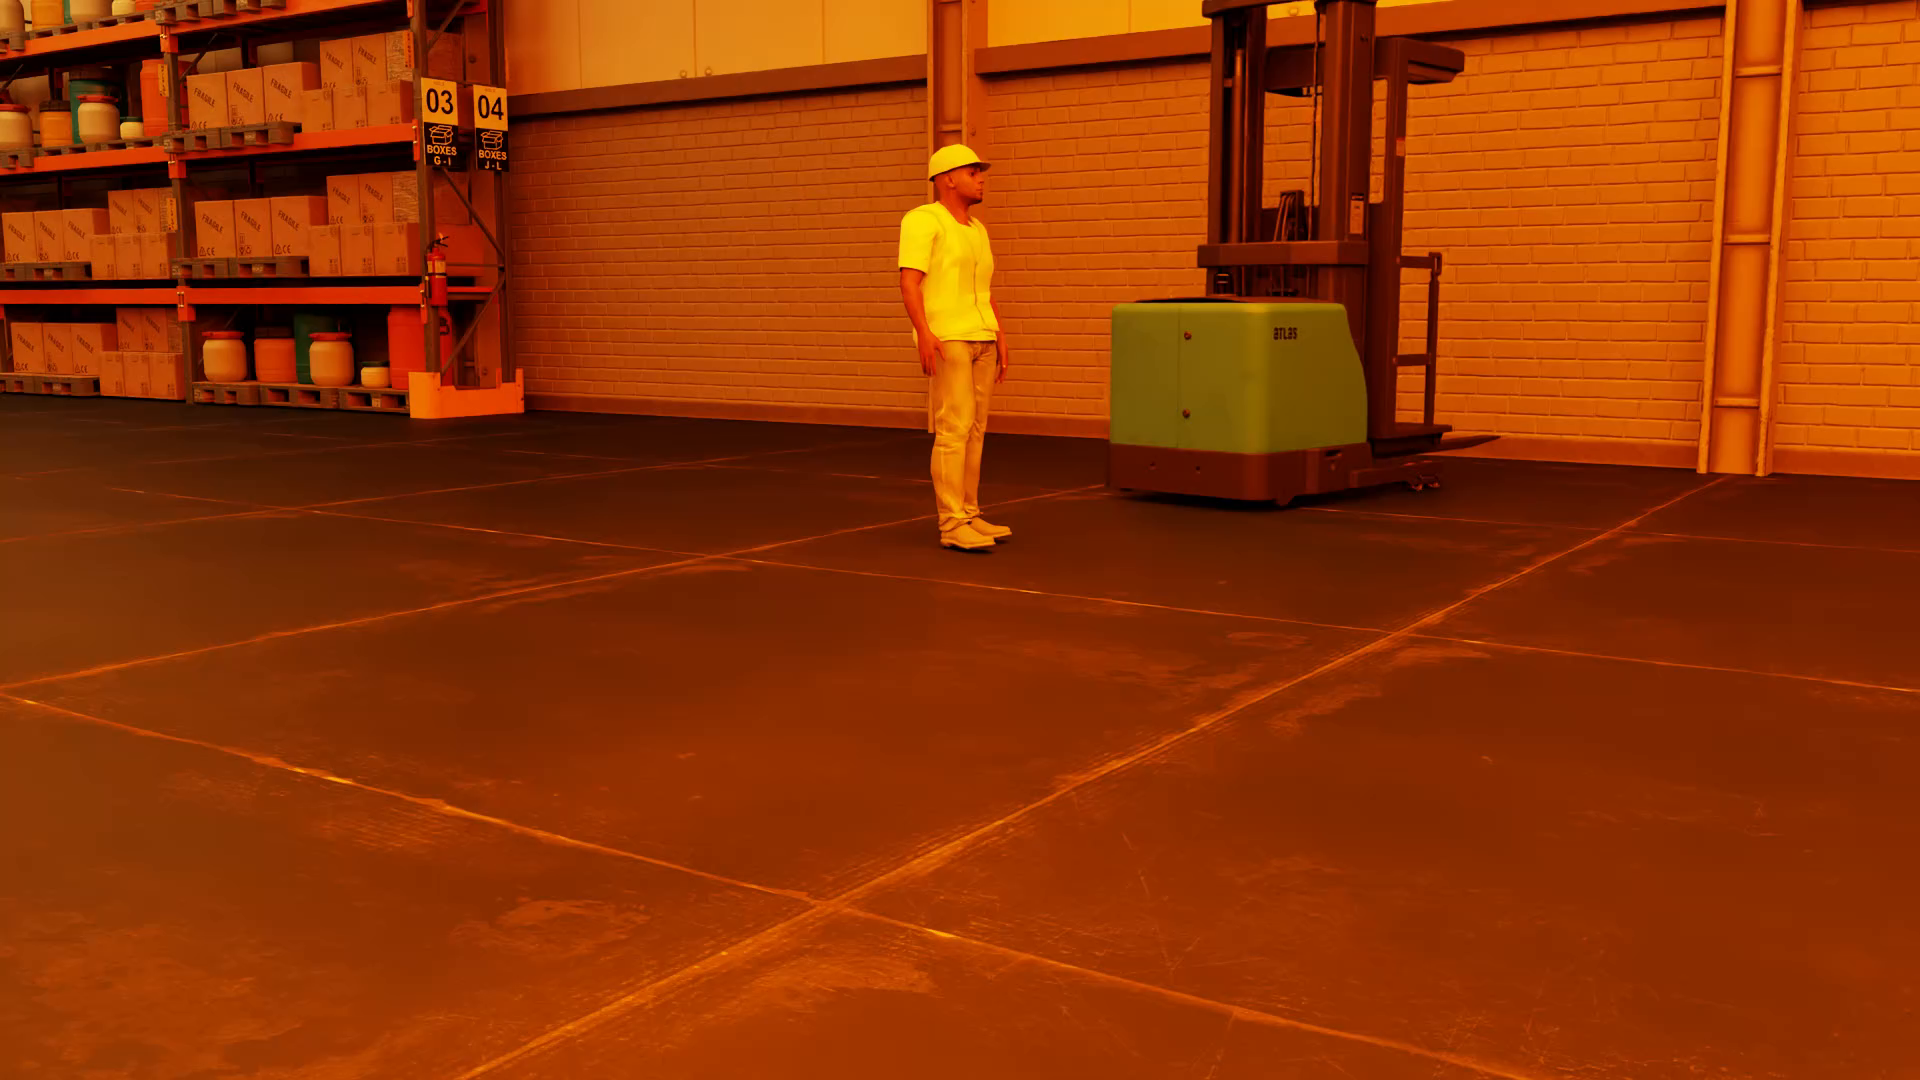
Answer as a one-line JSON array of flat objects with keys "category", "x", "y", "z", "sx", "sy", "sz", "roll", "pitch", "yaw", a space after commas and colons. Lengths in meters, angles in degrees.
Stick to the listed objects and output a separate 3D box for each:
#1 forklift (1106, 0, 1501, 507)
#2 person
[{"category": "forklift", "x": 2.196, "y": -1.778, "z": 9.700, "sx": 1.130, "sy": 2.935, "sz": 3.031, "roll": 8, "pitch": 11, "yaw": 44}, {"category": "person", "x": 0.055, "y": -0.875, "z": 7.435, "sx": 0.575, "sy": 1.768, "sz": 0.665, "roll": 5, "pitch": 10, "yaw": 34}]
